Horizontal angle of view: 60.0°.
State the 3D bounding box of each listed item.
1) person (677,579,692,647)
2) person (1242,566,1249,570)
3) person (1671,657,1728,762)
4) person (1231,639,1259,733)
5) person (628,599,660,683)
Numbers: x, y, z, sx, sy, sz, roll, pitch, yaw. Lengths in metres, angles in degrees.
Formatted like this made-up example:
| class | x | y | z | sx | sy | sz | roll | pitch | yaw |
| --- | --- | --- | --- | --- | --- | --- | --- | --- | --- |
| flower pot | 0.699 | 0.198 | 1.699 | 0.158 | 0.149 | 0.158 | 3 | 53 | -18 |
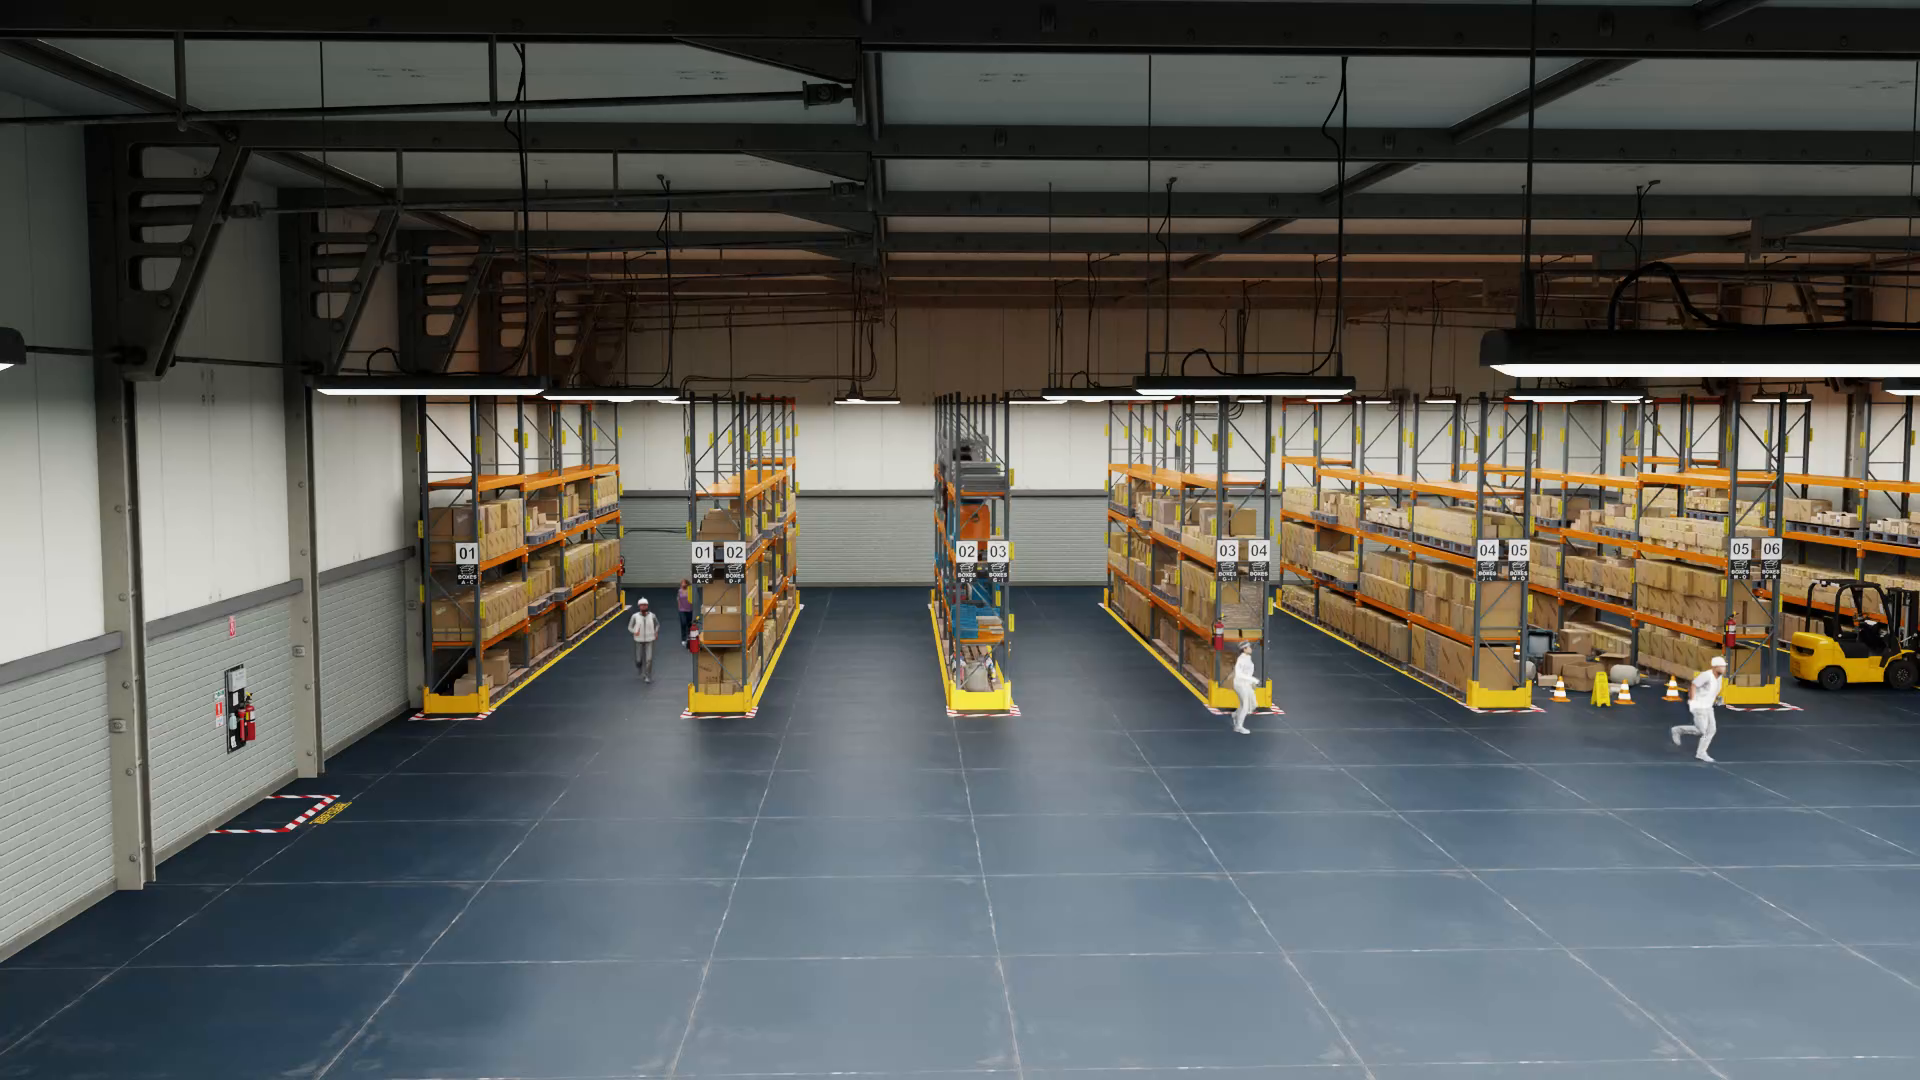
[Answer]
| class | x | y | z | sx | sy | sz | roll | pitch | yaw |
| --- | --- | --- | --- | --- | --- | --- | --- | --- | --- |
| person | -6.567 | 1.727 | 39.979 | 0.524 | 1.603 | 0.820 | 0 | 5 | 0 |
| person | 8.016 | 1.050 | 47.818 | 0.604 | 1.663 | 0.789 | 1 | 5 | 7 |
| person | 12.044 | 2.723 | 27.084 | 0.868 | 1.714 | 0.680 | 4 | 6 | 44 |
| person | 4.996 | 2.562 | 29.170 | 0.567 | 1.667 | 0.602 | 2 | 5 | 27 |
| person | -6.574 | 2.083 | 34.667 | 0.669 | 1.733 | 0.760 | -1 | 5 | -14 |
